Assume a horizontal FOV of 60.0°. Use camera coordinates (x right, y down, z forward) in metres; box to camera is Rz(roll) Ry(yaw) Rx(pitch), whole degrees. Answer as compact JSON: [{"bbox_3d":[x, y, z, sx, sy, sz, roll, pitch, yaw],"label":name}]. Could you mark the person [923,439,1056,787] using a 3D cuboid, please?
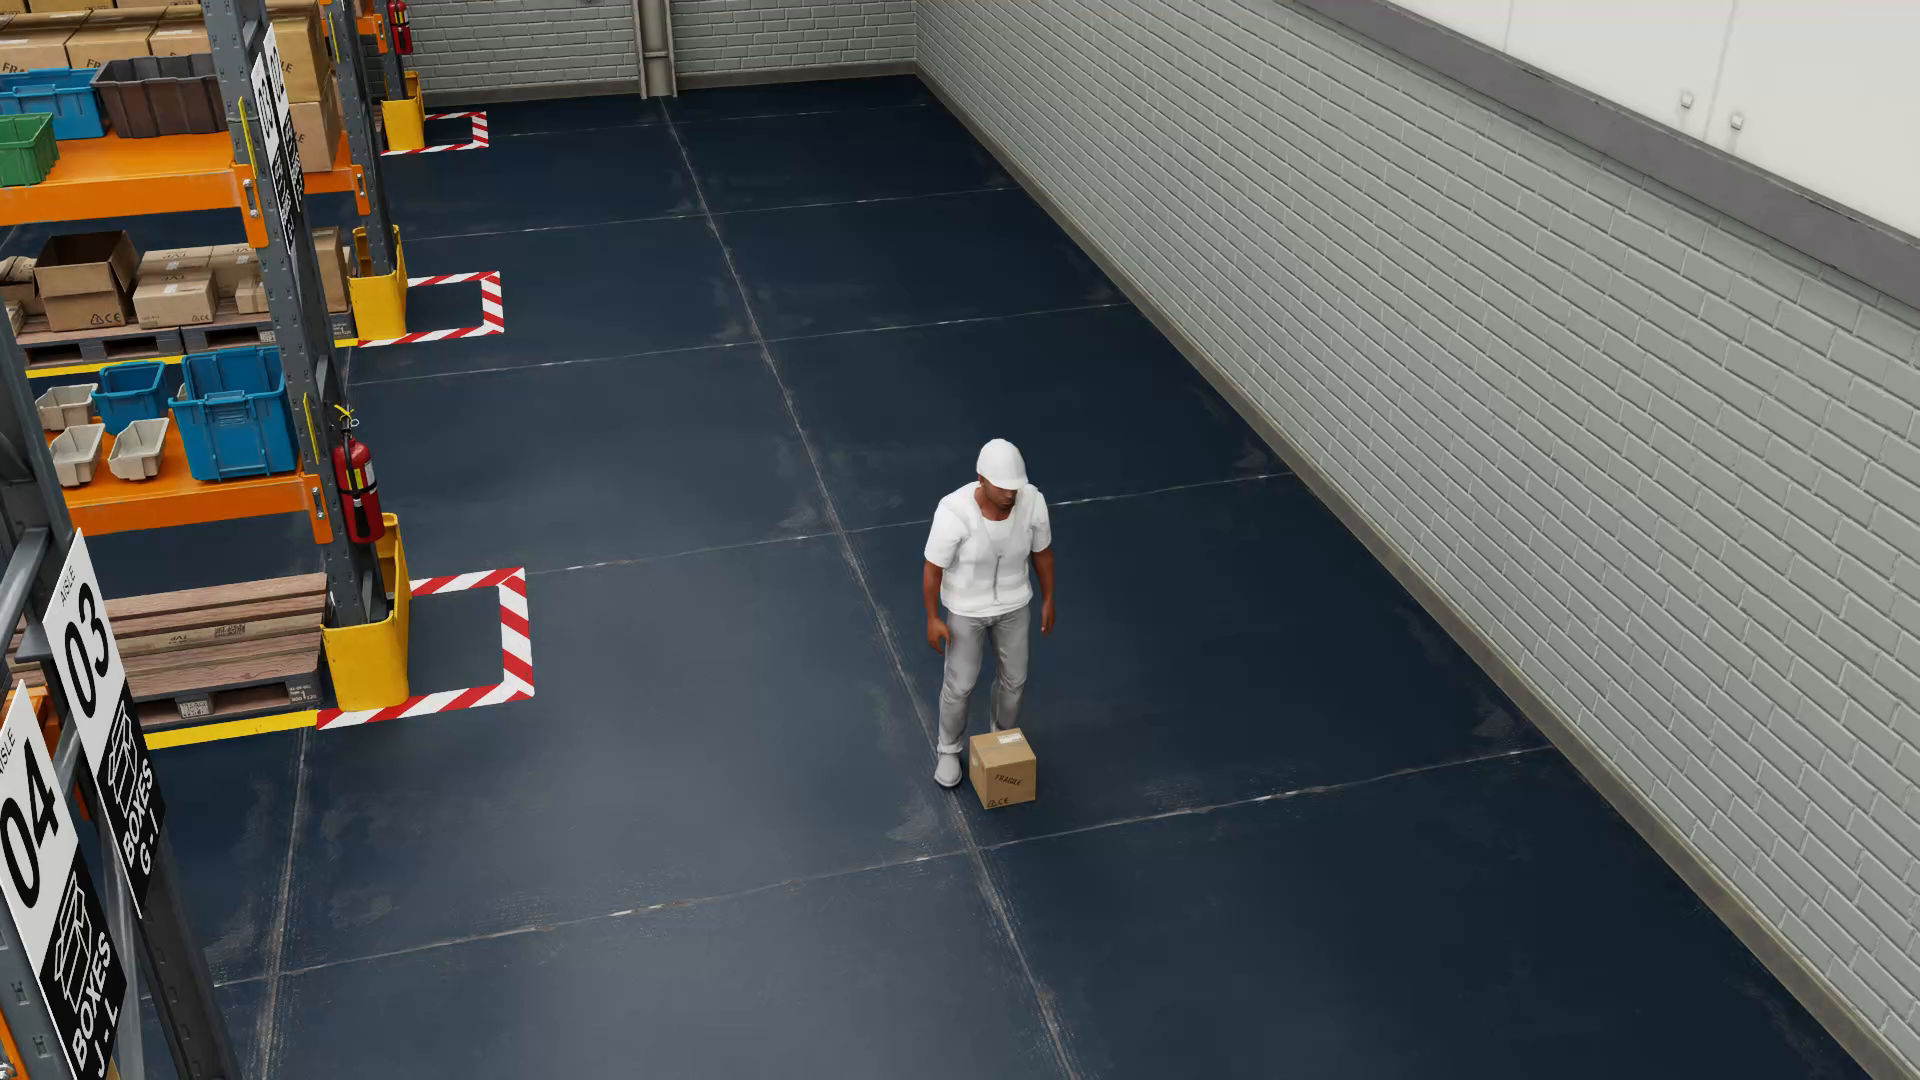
[{"bbox_3d":[0.140,0.316,7.675,0.636,1.761,0.454,-9,31,-16],"label":"person"}]
